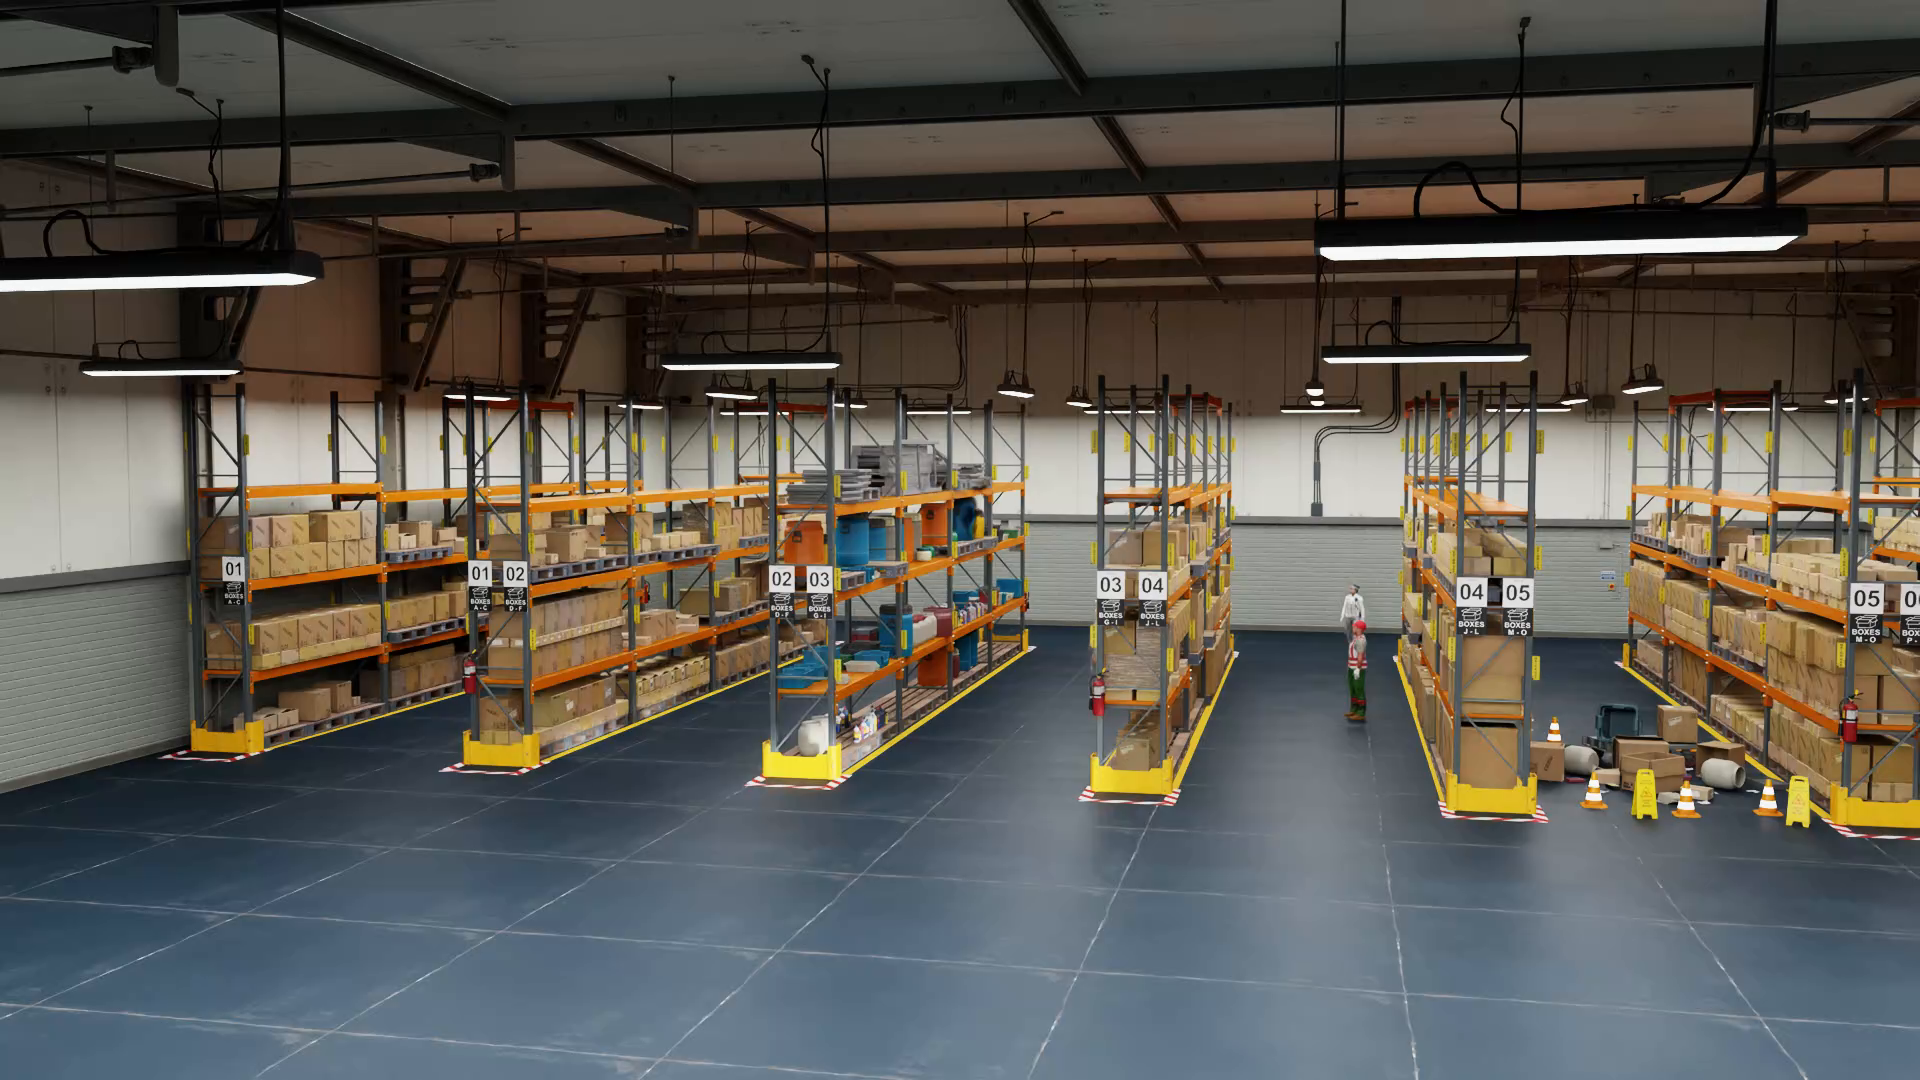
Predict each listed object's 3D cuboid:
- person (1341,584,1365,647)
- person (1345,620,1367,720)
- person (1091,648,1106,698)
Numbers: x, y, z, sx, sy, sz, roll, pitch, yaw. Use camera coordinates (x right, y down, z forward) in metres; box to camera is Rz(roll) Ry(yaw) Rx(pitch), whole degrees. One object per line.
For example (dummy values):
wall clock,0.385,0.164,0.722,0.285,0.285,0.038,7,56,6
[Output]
person,9.538,1.871,40.360,0.558,1.642,0.962,1,3,19
person,7.250,2.360,30.380,0.402,1.795,0.593,0,3,-8
person,2.764,2.277,32.971,0.429,1.663,0.542,0,3,-8
